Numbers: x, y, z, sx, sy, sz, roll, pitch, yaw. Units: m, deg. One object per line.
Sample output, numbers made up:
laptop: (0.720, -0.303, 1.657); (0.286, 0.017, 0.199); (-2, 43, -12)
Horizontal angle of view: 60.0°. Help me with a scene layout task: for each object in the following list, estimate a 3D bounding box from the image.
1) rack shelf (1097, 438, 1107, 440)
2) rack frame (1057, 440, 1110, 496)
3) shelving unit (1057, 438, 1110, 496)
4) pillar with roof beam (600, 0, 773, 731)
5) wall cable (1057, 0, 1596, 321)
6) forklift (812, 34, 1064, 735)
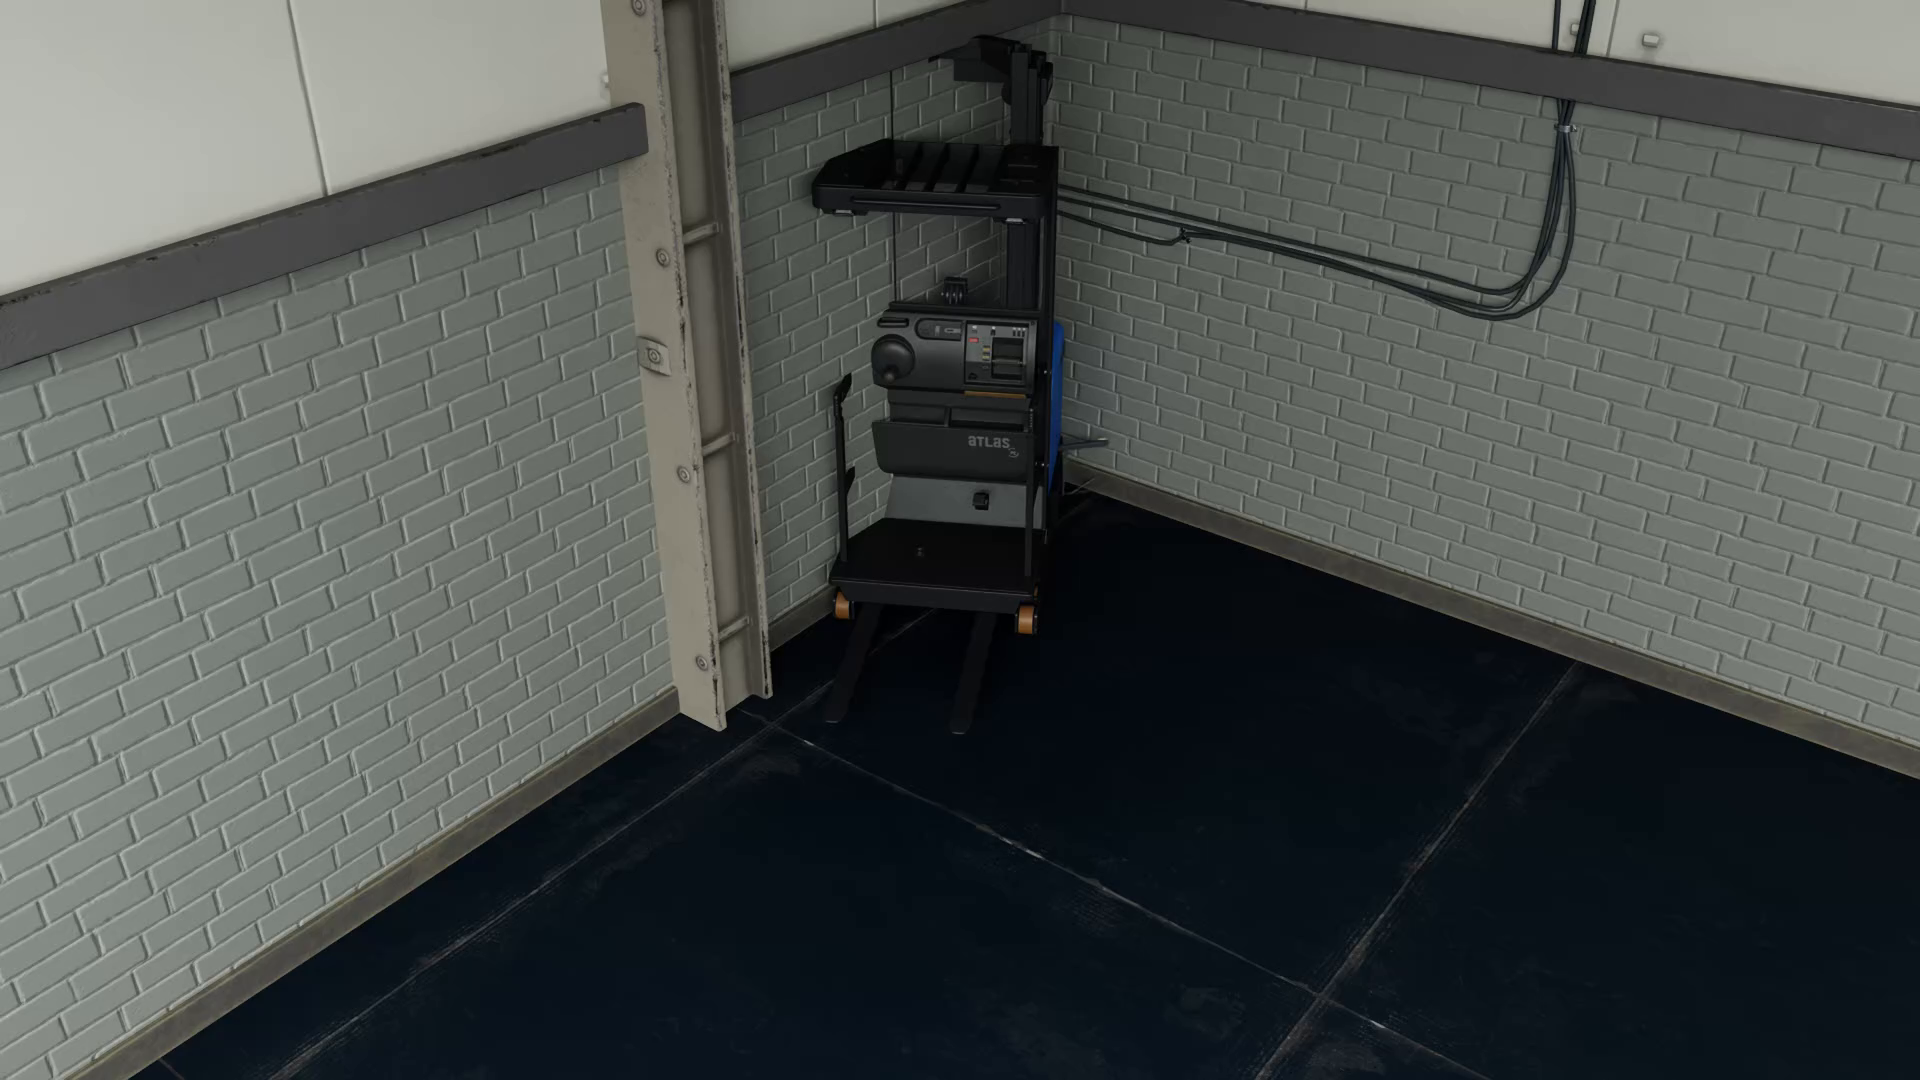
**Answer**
rack shelf: (0.924, -0.679, 10.542); (0.370, 0.431, 0.720); (-7, 38, -12)
rack frame: (0.635, -0.416, 10.176); (1.500, 0.400, 0.023); (-7, 38, -12)
shelving unit: (0.545, -0.632, 10.458); (1.500, 0.431, 0.755); (-7, 38, -12)
pillar with roof beam: (2.242, -1.727, 3.895); (9.100, 9.000, 0.400); (21, 37, 31)
wall cable: (1.642, -2.506, 8.256); (3.097, 2.526, 0.112); (21, 37, 31)
forklift: (-0.091, -0.945, 8.527); (1.130, 2.935, 3.031); (4, 31, 7)
